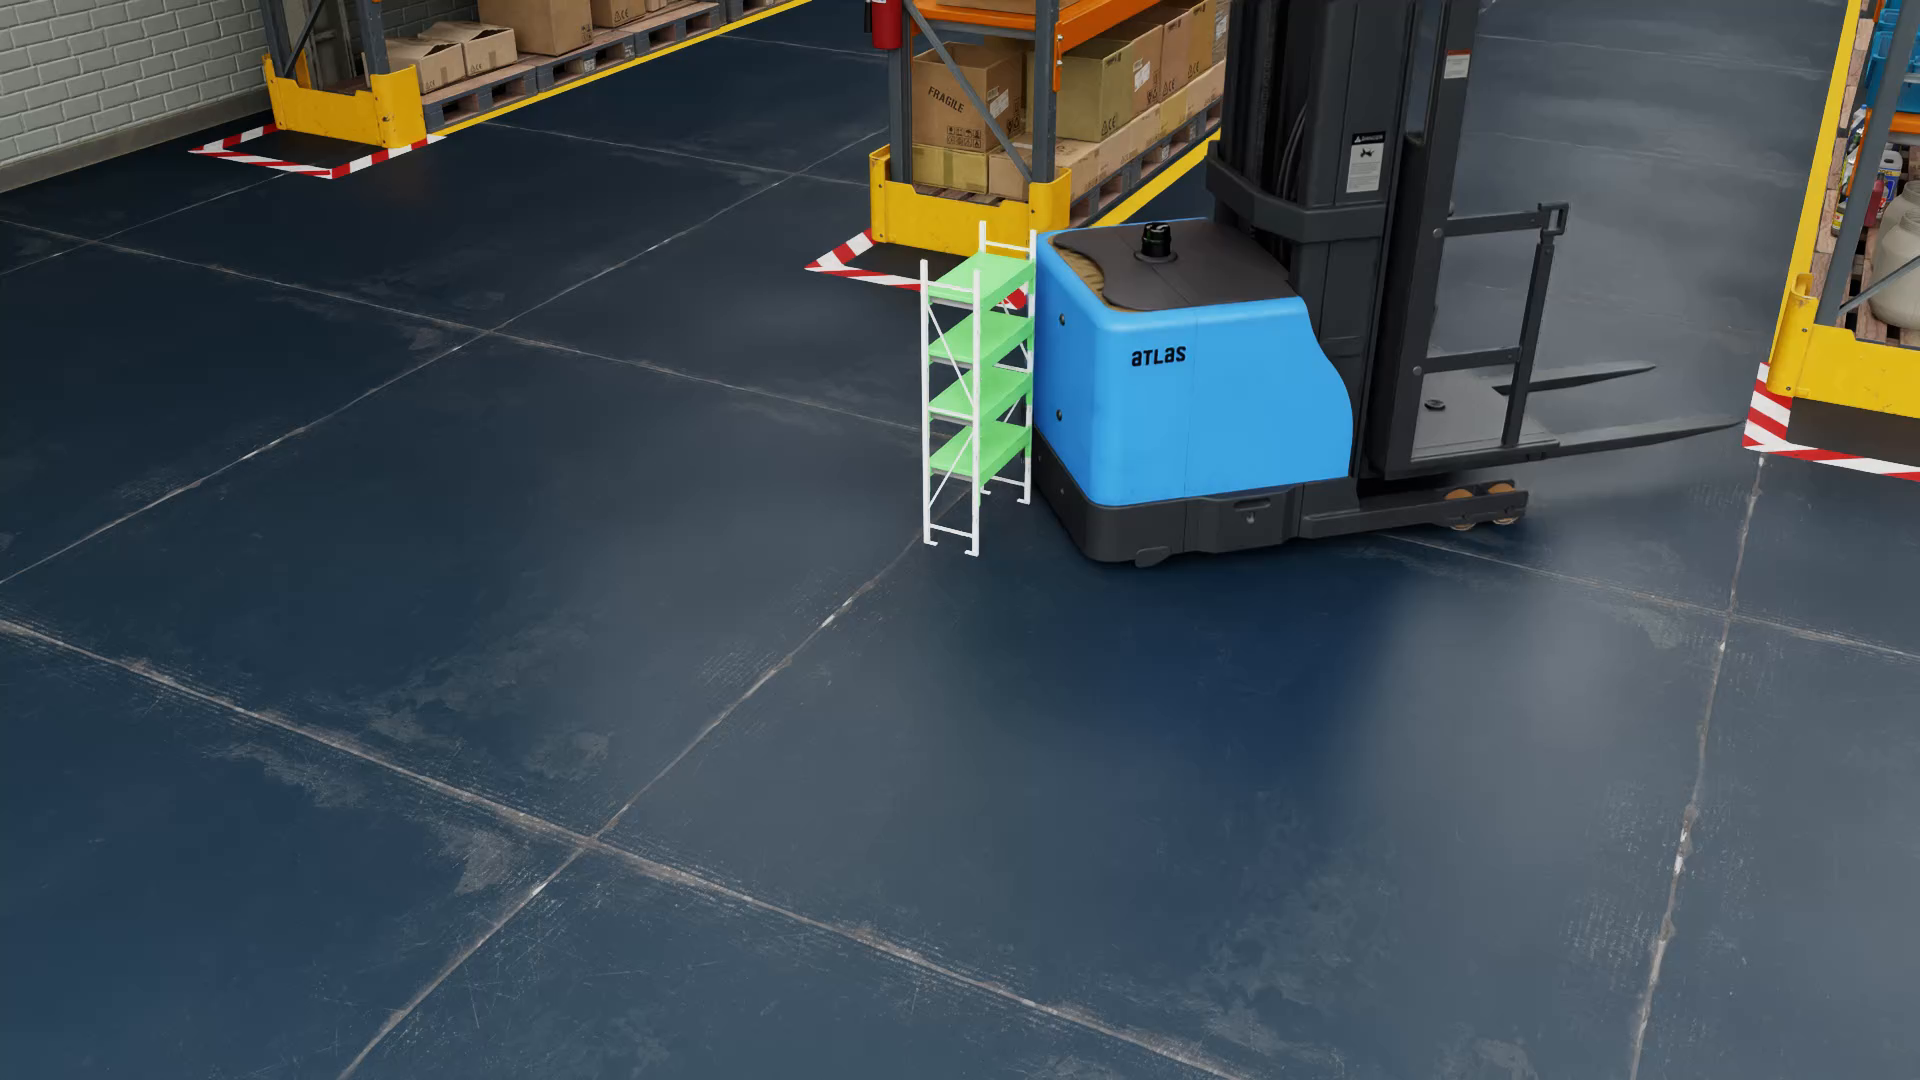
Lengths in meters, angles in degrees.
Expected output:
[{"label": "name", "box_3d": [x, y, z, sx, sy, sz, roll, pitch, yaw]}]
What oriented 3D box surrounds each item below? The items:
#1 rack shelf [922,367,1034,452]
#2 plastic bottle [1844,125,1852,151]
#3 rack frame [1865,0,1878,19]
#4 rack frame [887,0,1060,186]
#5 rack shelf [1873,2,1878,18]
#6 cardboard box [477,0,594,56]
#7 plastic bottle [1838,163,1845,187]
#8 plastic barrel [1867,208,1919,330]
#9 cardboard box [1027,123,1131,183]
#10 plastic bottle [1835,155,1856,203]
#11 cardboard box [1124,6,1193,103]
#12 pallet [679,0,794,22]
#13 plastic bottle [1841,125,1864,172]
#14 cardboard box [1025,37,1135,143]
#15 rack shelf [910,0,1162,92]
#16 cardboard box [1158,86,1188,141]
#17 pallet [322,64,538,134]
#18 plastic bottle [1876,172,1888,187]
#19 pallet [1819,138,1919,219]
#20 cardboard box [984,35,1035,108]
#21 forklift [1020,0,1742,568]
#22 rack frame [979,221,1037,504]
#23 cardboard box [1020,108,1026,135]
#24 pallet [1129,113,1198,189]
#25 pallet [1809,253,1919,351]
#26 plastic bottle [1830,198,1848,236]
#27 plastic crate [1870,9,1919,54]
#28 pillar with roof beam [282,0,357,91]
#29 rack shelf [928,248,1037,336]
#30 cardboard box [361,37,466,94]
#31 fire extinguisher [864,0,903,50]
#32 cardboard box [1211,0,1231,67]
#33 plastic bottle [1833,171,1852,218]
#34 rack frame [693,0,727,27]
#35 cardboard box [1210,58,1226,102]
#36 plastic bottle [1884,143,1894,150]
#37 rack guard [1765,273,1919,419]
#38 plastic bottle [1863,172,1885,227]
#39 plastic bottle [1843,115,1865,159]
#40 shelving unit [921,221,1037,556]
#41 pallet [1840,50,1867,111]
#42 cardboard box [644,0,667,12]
[{"label": "rack shelf", "box_3d": [0.075, -0.538, 6.611, 0.258, 0.148, 0.480, 14, 33, 23]}, {"label": "plastic bottle", "box_3d": [5.710, -2.573, 10.587, 0.097, 0.201, 0.097, 0, 30, 0]}, {"label": "rack frame", "box_3d": [8.114, -5.456, 13.239, 1.000, 3.000, 0.127, 14, 33, 23]}, {"label": "rack frame", "box_3d": [0.062, -3.035, 9.022, 1.000, 3.000, 0.127, 14, 33, 23]}, {"label": "rack shelf", "box_3d": [7.203, -4.257, 11.874, 1.077, 0.370, 4.000, 14, 33, 23]}, {"label": "cardboard box", "box_3d": [-3.316, -4.116, 12.975, 0.700, 0.500, 0.500, 12, 32, 20]}, {"label": "plastic bottle", "box_3d": [5.319, -2.192, 9.924, 0.097, 0.201, 0.097, 0, 30, 0]}, {"label": "plastic barrel", "box_3d": [4.701, -1.322, 8.116, 0.421, 0.512, 0.421, 0, 30, 0]}, {"label": "cardboard box", "box_3d": [0.729, -2.434, 10.316, 0.500, 0.250, 0.500, 14, 33, 23]}, {"label": "plastic bottle", "box_3d": [5.190, -2.106, 9.624, 0.144, 0.351, 0.185, 16, 33, 25]}, {"label": "cardboard box", "box_3d": [1.190, -3.201, 10.899, 0.500, 0.500, 0.500, 14, 33, 23]}, {"label": "pallet", "box_3d": [-2.174, -5.066, 15.360, 1.003, 0.211, 1.213, 14, 33, 23]}, {"label": "plastic bottle", "box_3d": [5.469, -2.377, 10.096, 0.144, 0.351, 0.185, 13, 32, 21]}, {"label": "cardboard box", "box_3d": [0.730, -2.759, 10.129, 0.500, 0.500, 0.500, 14, 33, 23]}, {"label": "rack shelf", "box_3d": [0.973, -3.609, 10.745, 1.077, 0.370, 4.000, 14, 33, 23]}, {"label": "cardboard box", "box_3d": [1.189, -2.876, 11.086, 0.500, 0.250, 0.500, 14, 33, 23]}, {"label": "pallet", "box_3d": [-3.914, -3.333, 12.343, 1.003, 0.211, 1.213, 14, 33, 23]}, {"label": "plastic bottle", "box_3d": [5.318, -2.034, 9.647, 0.097, 0.201, 0.097, 0, 30, 0]}, {"label": "pallet", "box_3d": [5.949, -2.185, 10.343, 1.003, 0.211, 1.213, 14, 33, 23]}, {"label": "cardboard box", "box_3d": [0.484, -3.101, 10.725, 0.500, 0.500, 0.500, 14, 33, 23]}, {"label": "forklift", "box_3d": [1.836, -1.555, 6.515, 3.031, 2.935, 1.130, -8, 31, -13]}, {"label": "rack frame", "box_3d": [0.187, -0.702, 6.767, 0.240, 1.200, 0.015, 14, 33, 23]}, {"label": "cardboard box", "box_3d": [0.260, -2.554, 10.524, 0.500, 0.250, 0.500, 14, 33, 23]}, {"label": "pallet", "box_3d": [0.930, -2.713, 11.262, 1.003, 0.211, 1.213, 14, 33, 23]}, {"label": "pallet", "box_3d": [4.837, -1.103, 8.459, 1.003, 0.211, 1.213, 14, 33, 23]}, {"label": "plastic bottle", "box_3d": [4.916, -1.800, 9.241, 0.097, 0.201, 0.097, 0, 30, 0]}, {"label": "plastic crate", "box_3d": [4.732, -2.421, 8.103, 0.499, 0.251, 0.408, 14, 33, 23]}, {"label": "pillar with roof beam", "box_3d": [-0.969, -6.288, 8.664, 9.100, 9.000, 0.400, 14, 33, 23]}, {"label": "rack shelf", "box_3d": [0.075, -0.955, 6.372, 0.258, 0.148, 0.480, 14, 33, 23]}, {"label": "cardboard box", "box_3d": [-3.954, -3.468, 12.035, 0.500, 0.311, 0.500, 11, 32, 18]}, {"label": "fire extinguisher", "box_3d": [-0.406, -3.054, 9.134, 0.296, 0.674, 0.183, 14, 33, 23]}, {"label": "cardboard box", "box_3d": [1.629, -3.649, 11.678, 0.500, 0.500, 0.500, 14, 33, 23]}, {"label": "plastic bottle", "box_3d": [5.055, -1.938, 9.406, 0.152, 0.276, 0.135, 15, 33, 24]}, {"label": "rack frame", "box_3d": [-2.528, -5.930, 14.064, 1.000, 3.000, 0.127, 14, 33, 23]}, {"label": "cardboard box", "box_3d": [1.631, -3.323, 11.864, 0.500, 0.250, 0.500, 14, 33, 23]}, {"label": "plastic bottle", "box_3d": [5.596, -2.335, 10.102, 0.097, 0.271, 0.097, 0, 30, 0]}, {"label": "rack guard", "box_3d": [4.462, -0.870, 7.762, 1.175, 0.500, 0.348, 14, 33, 23]}, {"label": "plastic bottle", "box_3d": [5.150, -1.917, 9.363, 0.061, 0.283, 0.133, 14, 33, 23]}, {"label": "plastic bottle", "box_3d": [5.633, -2.501, 10.386, 0.152, 0.276, 0.135, 16, 33, 25]}, {"label": "shelving unit", "box_3d": [0.075, -0.594, 6.579, 0.258, 1.200, 0.503, 14, 33, 23]}, {"label": "pallet", "box_3d": [7.170, -3.373, 12.412, 1.003, 0.211, 1.213, 14, 33, 23]}, {"label": "cardboard box", "box_3d": [-2.745, -4.648, 14.235, 0.380, 0.166, 0.250, 10, 31, 17]}]
